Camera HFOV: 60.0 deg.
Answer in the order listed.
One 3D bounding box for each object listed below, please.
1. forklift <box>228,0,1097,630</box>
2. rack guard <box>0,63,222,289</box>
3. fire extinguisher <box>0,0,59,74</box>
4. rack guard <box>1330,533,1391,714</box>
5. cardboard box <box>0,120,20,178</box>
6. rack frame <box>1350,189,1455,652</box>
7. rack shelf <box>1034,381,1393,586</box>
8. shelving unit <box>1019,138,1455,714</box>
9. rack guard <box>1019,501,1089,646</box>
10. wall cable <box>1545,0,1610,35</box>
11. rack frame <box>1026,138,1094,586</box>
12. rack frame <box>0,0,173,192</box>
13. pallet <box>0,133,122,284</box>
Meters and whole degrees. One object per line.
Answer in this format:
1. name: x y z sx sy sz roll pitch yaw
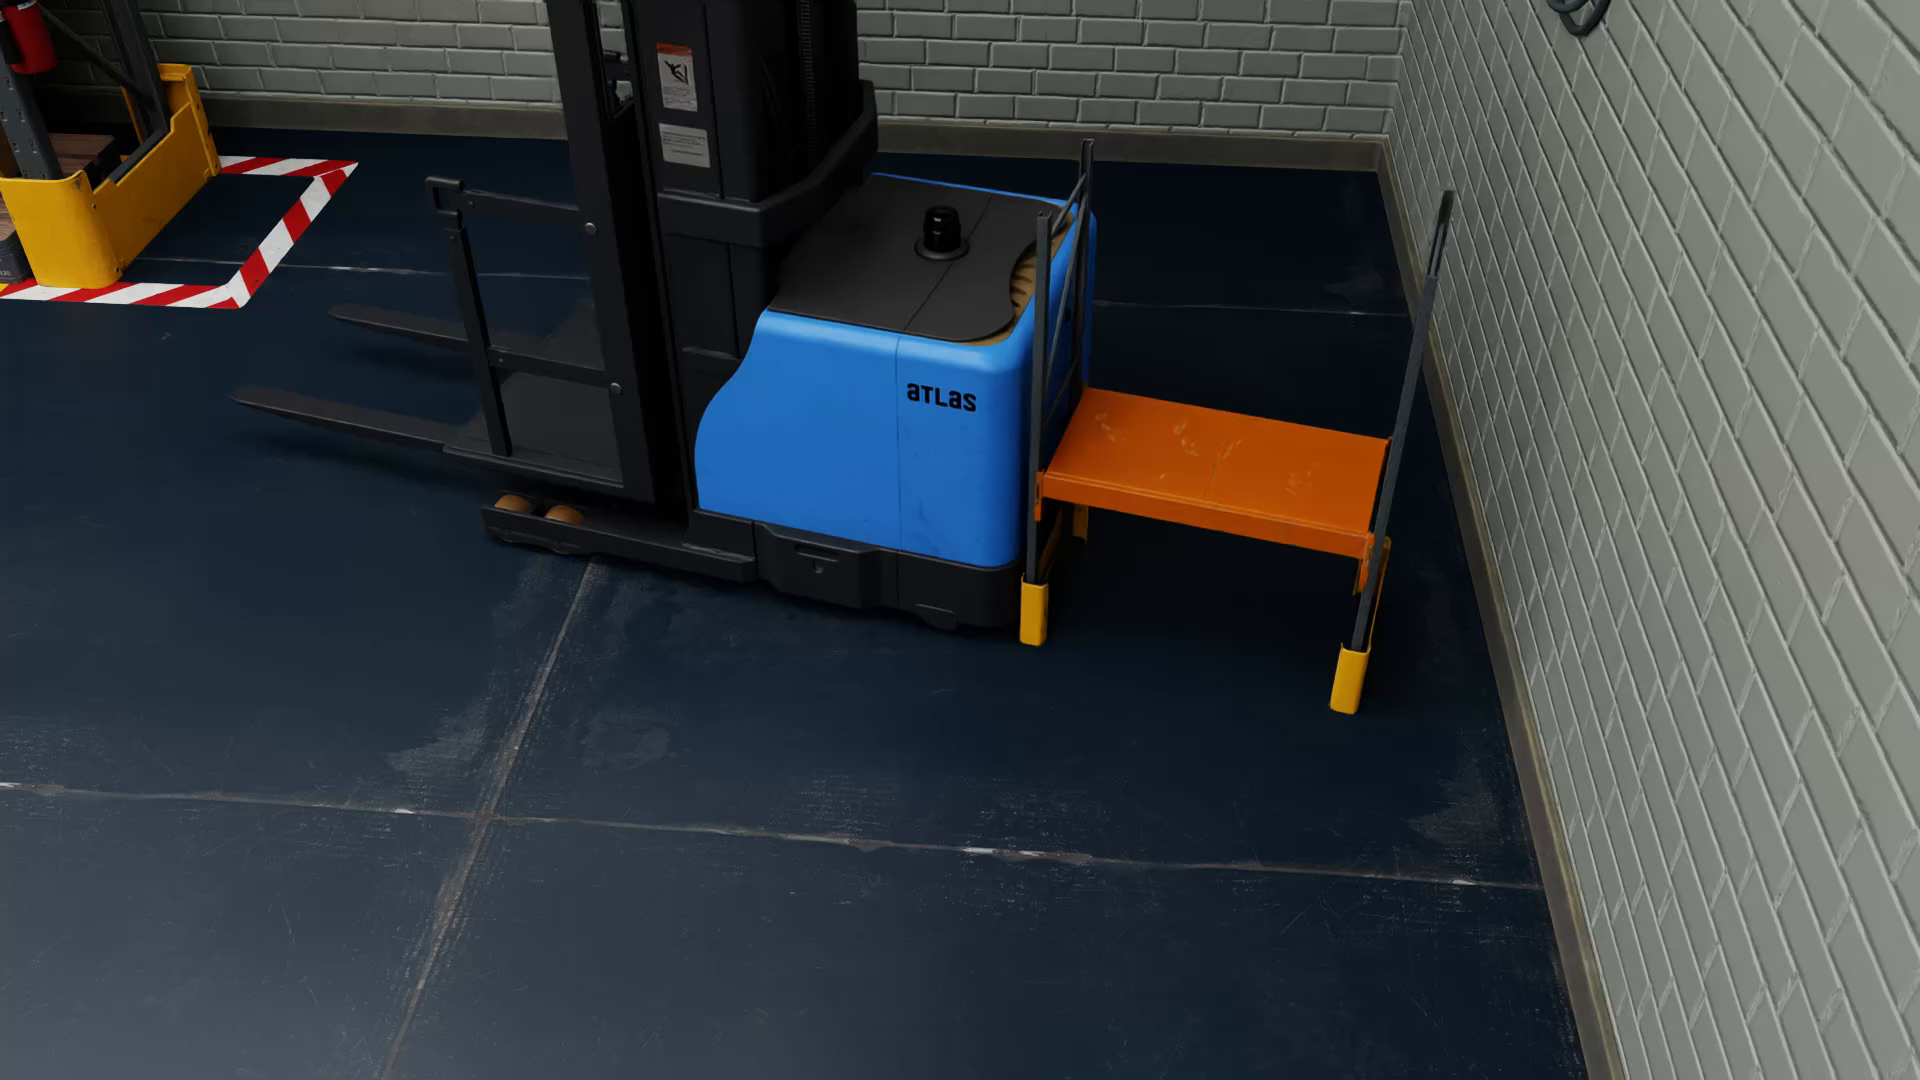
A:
1. forklift: -1.117 -1.392 5.138 3.031 2.935 1.130 12 41 14
2. rack guard: -3.732 -1.633 7.360 0.348 0.500 1.175 3 39 4
3. fire extinguisher: -3.646 -2.130 6.348 0.183 0.674 0.296 3 39 4
4. rack guard: 1.263 0.256 5.237 0.087 0.250 0.587 12 41 14
5. cardboard box: -4.462 -1.772 7.198 0.500 0.500 0.700 3 39 4
6. rack frame: 1.264 -0.228 4.843 0.032 1.500 0.500 12 41 14
7. rack shelf: 0.781 -0.187 5.077 1.000 0.185 0.538 12 41 14
8. shelving unit: 0.789 -0.325 4.961 1.083 1.500 0.587 12 41 14
9. rack guard: 0.315 0.063 5.474 0.087 0.250 0.587 12 41 14
10. wall cable: 1.848 -3.193 5.004 0.112 2.526 3.097 3 39 4
11. rack frame: 0.297 -0.425 5.085 0.032 1.500 0.500 12 41 14
12. rack frame: -3.756 -2.603 6.572 0.127 3.000 1.000 3 39 4
13. pallet: -4.559 -1.516 7.446 1.213 0.211 1.003 3 39 4
